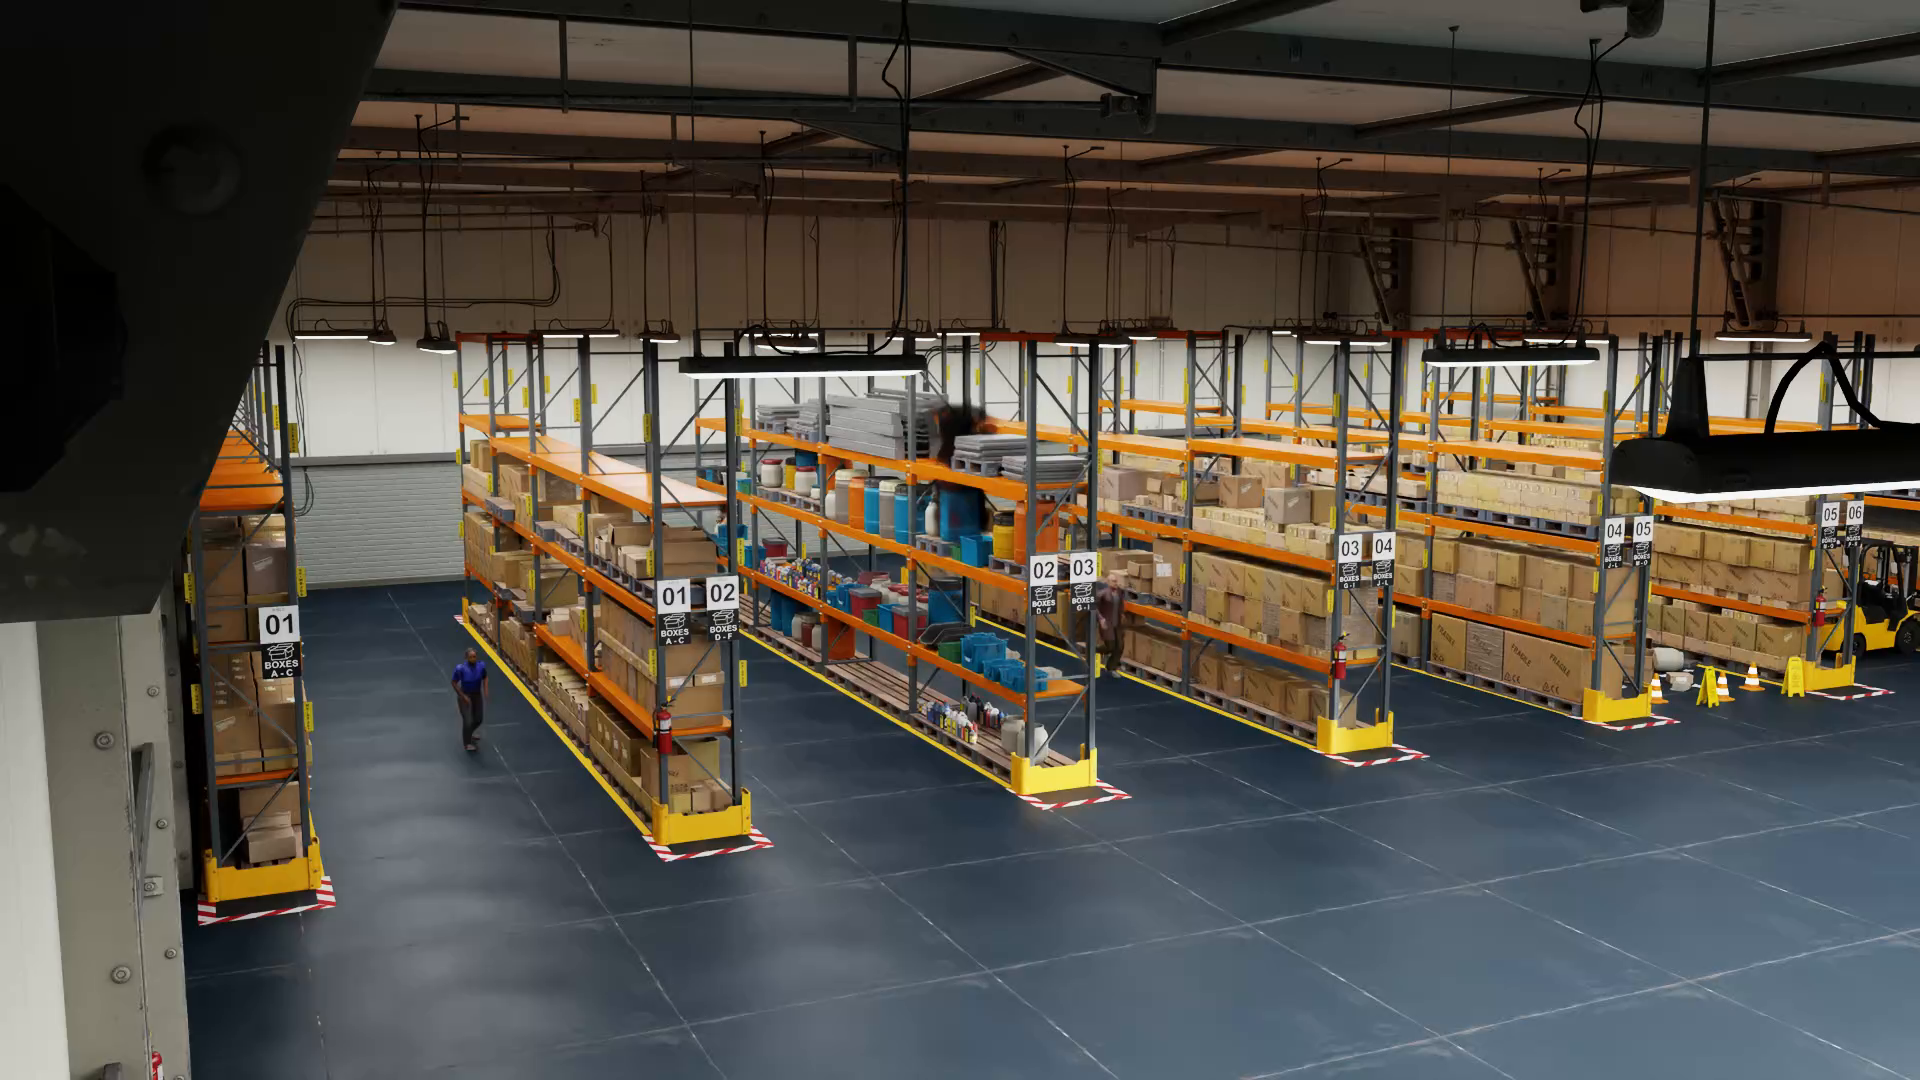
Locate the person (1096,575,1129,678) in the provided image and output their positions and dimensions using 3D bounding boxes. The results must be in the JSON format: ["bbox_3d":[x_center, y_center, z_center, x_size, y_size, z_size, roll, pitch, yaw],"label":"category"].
[{"bbox_3d":[2.548,1.433,28.039,0.723,1.734,0.592,-6,9,-35],"label":"person"}]

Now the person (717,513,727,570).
[{"bbox_3d":[-5.543,0.186,39.316,0.952,1.640,0.601,2,8,12],"label":"person"}]

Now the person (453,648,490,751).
[{"bbox_3d":[-7.175,2.306,24.296,0.554,1.539,0.771,-6,10,-40],"label":"person"}]
